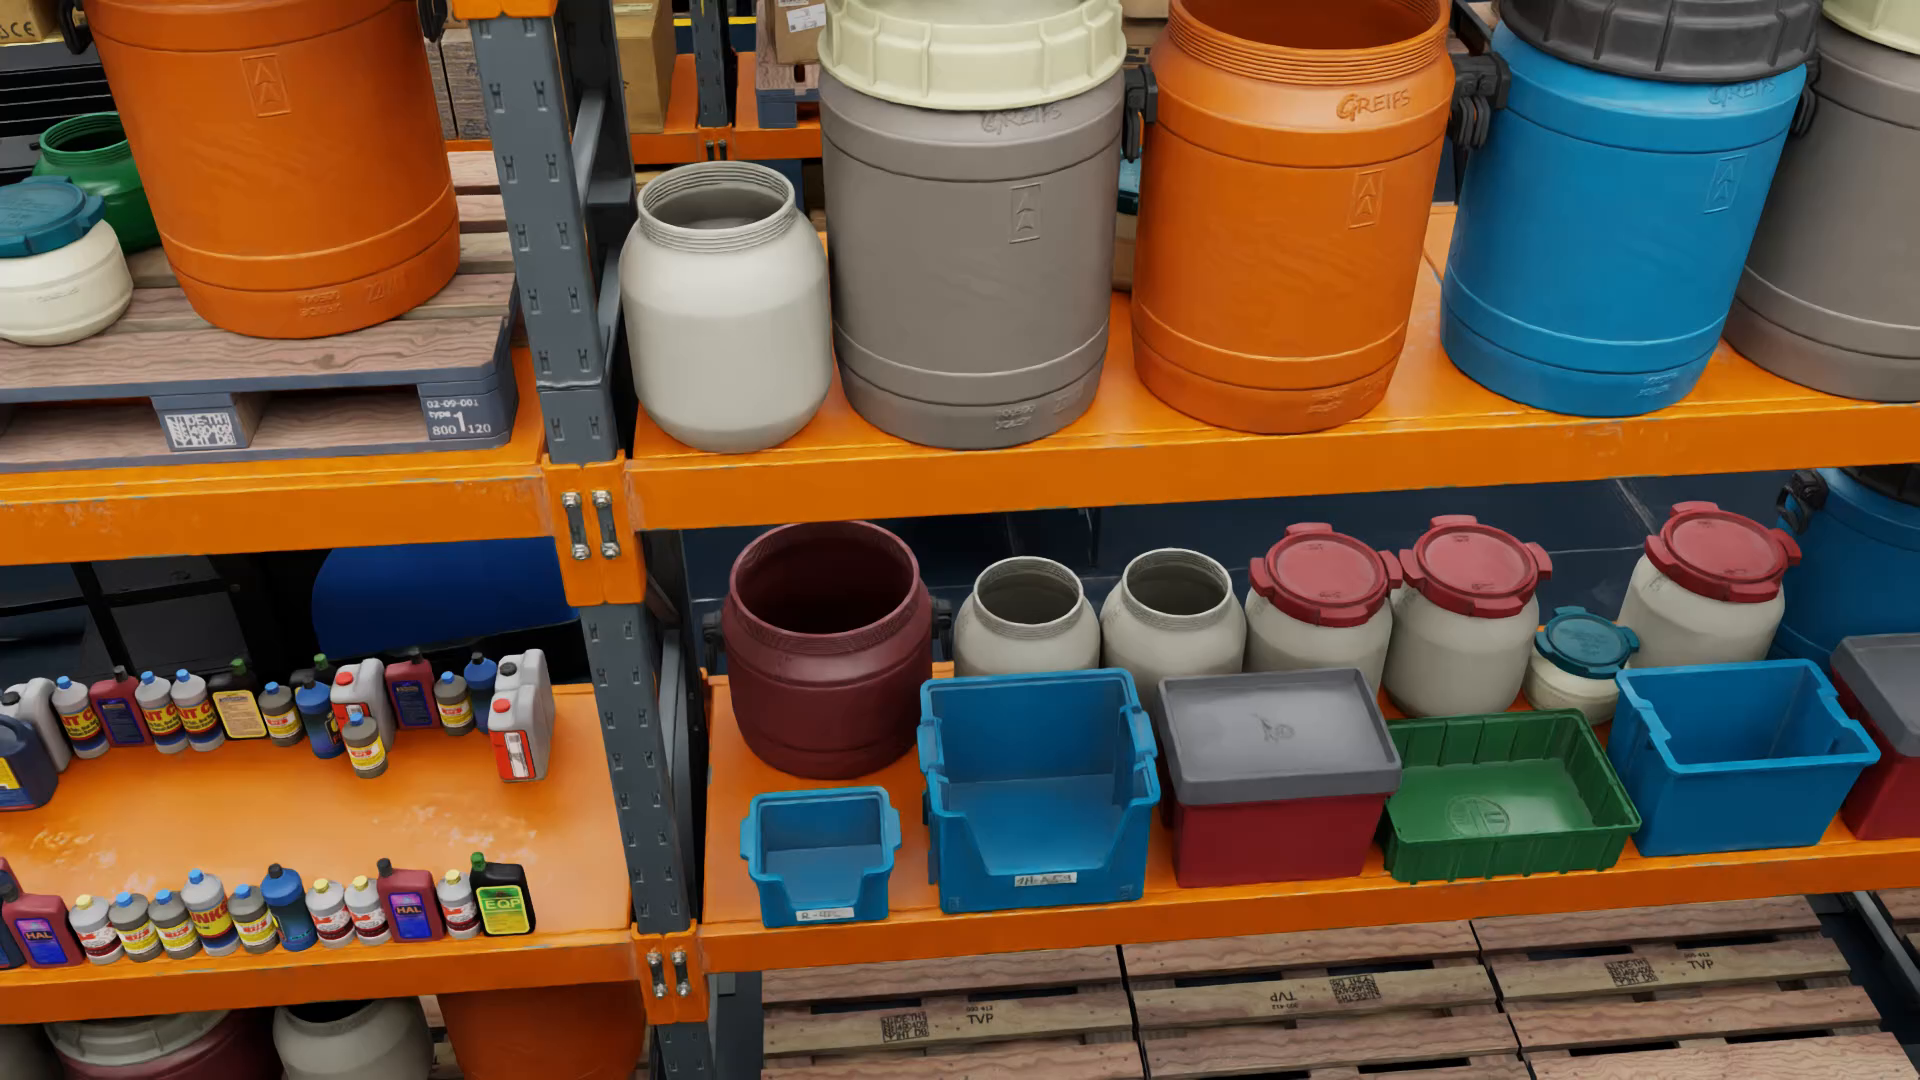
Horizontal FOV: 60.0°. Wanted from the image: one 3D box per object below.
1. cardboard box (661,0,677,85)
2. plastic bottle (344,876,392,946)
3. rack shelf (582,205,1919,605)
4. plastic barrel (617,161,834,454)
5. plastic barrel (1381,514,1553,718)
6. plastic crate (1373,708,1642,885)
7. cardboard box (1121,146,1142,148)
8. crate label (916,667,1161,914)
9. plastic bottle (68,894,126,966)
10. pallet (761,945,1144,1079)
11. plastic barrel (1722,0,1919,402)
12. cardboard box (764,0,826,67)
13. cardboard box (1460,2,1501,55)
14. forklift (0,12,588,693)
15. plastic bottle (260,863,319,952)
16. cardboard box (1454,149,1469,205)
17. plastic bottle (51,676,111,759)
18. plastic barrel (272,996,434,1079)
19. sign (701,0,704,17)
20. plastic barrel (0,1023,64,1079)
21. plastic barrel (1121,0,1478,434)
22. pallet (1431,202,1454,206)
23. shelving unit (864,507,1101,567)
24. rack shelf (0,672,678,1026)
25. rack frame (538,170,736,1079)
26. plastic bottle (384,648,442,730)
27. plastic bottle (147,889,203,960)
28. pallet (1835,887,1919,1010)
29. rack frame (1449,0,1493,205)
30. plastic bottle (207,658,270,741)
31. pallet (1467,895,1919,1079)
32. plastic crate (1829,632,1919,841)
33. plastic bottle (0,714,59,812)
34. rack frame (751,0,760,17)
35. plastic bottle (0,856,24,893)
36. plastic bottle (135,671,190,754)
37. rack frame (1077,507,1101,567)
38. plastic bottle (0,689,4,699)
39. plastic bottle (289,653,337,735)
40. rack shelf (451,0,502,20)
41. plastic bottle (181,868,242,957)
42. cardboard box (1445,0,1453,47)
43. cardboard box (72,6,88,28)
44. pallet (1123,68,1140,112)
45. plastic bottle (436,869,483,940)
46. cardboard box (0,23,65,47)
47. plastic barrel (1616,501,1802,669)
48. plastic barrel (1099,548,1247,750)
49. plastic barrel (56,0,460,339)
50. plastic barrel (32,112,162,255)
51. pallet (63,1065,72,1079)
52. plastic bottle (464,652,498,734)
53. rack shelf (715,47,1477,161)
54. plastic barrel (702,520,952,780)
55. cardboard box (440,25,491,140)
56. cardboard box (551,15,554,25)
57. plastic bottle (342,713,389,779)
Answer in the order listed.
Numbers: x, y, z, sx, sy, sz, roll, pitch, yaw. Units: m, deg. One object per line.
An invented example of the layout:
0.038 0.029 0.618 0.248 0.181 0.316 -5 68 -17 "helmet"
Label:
-1.762 -2.662 8.621 0.500 0.500 0.500 -2 38 -3 "cardboard box"
-1.526 0.946 4.290 0.097 0.201 0.097 0 38 0 "plastic bottle"
1.178 -0.430 4.033 4.000 0.370 1.077 -3 38 -4 "rack shelf"
-0.478 -0.475 3.418 0.421 0.512 0.421 0 38 0 "plastic barrel"
1.467 0.259 4.890 0.433 0.535 0.433 0 38 0 "plastic barrel"
1.460 0.708 4.602 0.662 0.188 0.450 -3 38 -4 "plastic crate"
1.083 -1.826 9.306 0.500 0.500 0.700 -6 39 -8 "cardboard box"
0.199 0.673 4.447 0.616 0.435 0.502 -3 38 -4 "crate label"
-2.205 0.983 4.243 0.097 0.201 0.097 0 38 0 "plastic bottle"
-0.040 1.651 5.488 1.213 0.211 1.003 -3 38 -4 "pallet"
2.031 -0.822 3.543 0.600 0.901 0.600 0 38 0 "plastic barrel"
-0.719 -2.740 8.381 0.500 0.500 0.500 -8 39 -10 "cardboard box"
2.919 -2.795 9.074 0.250 0.149 0.380 -3 38 -4 "cardboard box"
-3.106 -0.667 6.230 3.031 2.935 1.130 -9 39 -11 "forklift"
-1.720 0.929 4.255 0.097 0.271 0.097 0 38 0 "plastic bottle"
3.133 -1.882 9.392 0.500 0.500 0.500 -4 38 -5 "cardboard box"
-2.543 0.502 4.796 0.097 0.271 0.097 0 38 0 "plastic bottle"
-1.855 1.510 5.084 0.421 0.512 0.421 0 38 0 "plastic barrel"
-1.201 -2.594 7.681 0.005 0.325 0.100 -3 38 -4 "sign"
-2.980 1.572 5.006 0.421 0.512 0.421 0 38 0 "plastic barrel"
0.674 -0.719 3.471 0.708 0.830 0.600 -3 38 -4 "plastic barrel"
3.397 -1.665 9.690 1.213 0.211 1.003 -3 38 -4 "pallet"
0.085 -0.593 7.291 1.048 1.500 0.538 -3 38 -4 "shelving unit"
-2.807 0.967 4.684 4.000 0.370 1.077 -3 38 -4 "rack shelf"
-0.815 0.575 4.600 0.127 3.000 1.000 -3 38 -4 "rack frame"
-1.606 0.435 4.872 0.133 0.283 0.061 -3 38 -4 "plastic bottle"
-2.011 0.972 4.256 0.097 0.201 0.097 0 38 0 "plastic bottle"
3.842 1.439 5.756 1.213 0.211 1.003 -3 38 -4 "pallet"
2.731 -2.701 8.751 0.127 3.000 1.000 -3 38 -4 "rack frame"
-2.102 0.462 4.837 0.133 0.283 0.061 -3 38 -4 "plastic bottle"
2.391 1.517 5.657 1.213 0.211 1.003 -3 38 -4 "pallet"
2.714 0.545 4.586 0.583 0.464 0.402 -3 38 -4 "plastic crate"
-2.668 0.587 4.624 0.185 0.351 0.144 -3 38 -4 "plastic bottle"
-1.592 -5.547 12.359 0.127 3.000 1.000 -3 38 -4 "rack frame"
-2.515 0.890 4.295 0.133 0.283 0.061 -3 38 -4 "plastic bottle"
-2.313 0.490 4.812 0.097 0.271 0.097 0 38 0 "plastic bottle"
0.591 -0.621 7.327 0.032 1.500 0.500 -3 38 -4 "rack frame"
-2.815 0.501 4.734 0.185 0.351 0.144 -3 38 -4 "plastic bottle"
-1.873 0.449 4.853 0.133 0.283 0.061 -3 38 -4 "plastic bottle"
-2.807 -1.231 2.950 4.000 0.370 1.077 -3 38 -4 "rack shelf"
-1.914 0.940 4.241 0.097 0.271 0.097 0 38 0 "plastic bottle"
1.927 -3.144 8.490 1.000 1.000 1.000 -3 38 -4 "cardboard box"
-3.917 -2.766 7.943 0.637 0.503 0.797 -3 38 -3 "cardboard box"
0.715 -2.540 8.702 1.213 0.211 1.003 -3 38 -4 "pallet"
-1.296 0.933 4.306 0.097 0.201 0.097 0 38 0 "plastic bottle"
-4.257 -2.200 8.036 0.500 0.500 0.500 -3 38 -4 "cardboard box"
2.197 0.219 4.941 0.433 0.535 0.433 0 38 0 "plastic barrel"
0.611 0.319 4.833 0.421 0.512 0.421 0 38 0 "plastic barrel"
-1.380 -0.907 3.371 0.708 0.830 0.600 -3 38 -4 "plastic barrel"
-1.890 -0.791 3.695 0.294 0.245 0.294 0 38 0 "plastic barrel"
-2.809 1.803 5.294 1.213 0.211 1.003 -3 38 -4 "pallet"
-1.392 0.439 4.876 0.097 0.271 0.097 0 38 0 "plastic bottle"
0.739 -2.309 8.835 4.000 0.370 1.077 -3 38 -4 "rack shelf"
-0.379 0.309 4.827 0.708 0.536 0.600 -3 38 -4 "plastic barrel"
-2.220 -2.317 8.184 0.500 0.500 0.500 -3 38 -4 "cardboard box"
-1.983 -2.884 8.093 0.637 0.503 0.797 -2 38 -2 "cardboard box"
-1.706 0.578 4.756 0.097 0.201 0.097 0 38 0 "plastic bottle"
